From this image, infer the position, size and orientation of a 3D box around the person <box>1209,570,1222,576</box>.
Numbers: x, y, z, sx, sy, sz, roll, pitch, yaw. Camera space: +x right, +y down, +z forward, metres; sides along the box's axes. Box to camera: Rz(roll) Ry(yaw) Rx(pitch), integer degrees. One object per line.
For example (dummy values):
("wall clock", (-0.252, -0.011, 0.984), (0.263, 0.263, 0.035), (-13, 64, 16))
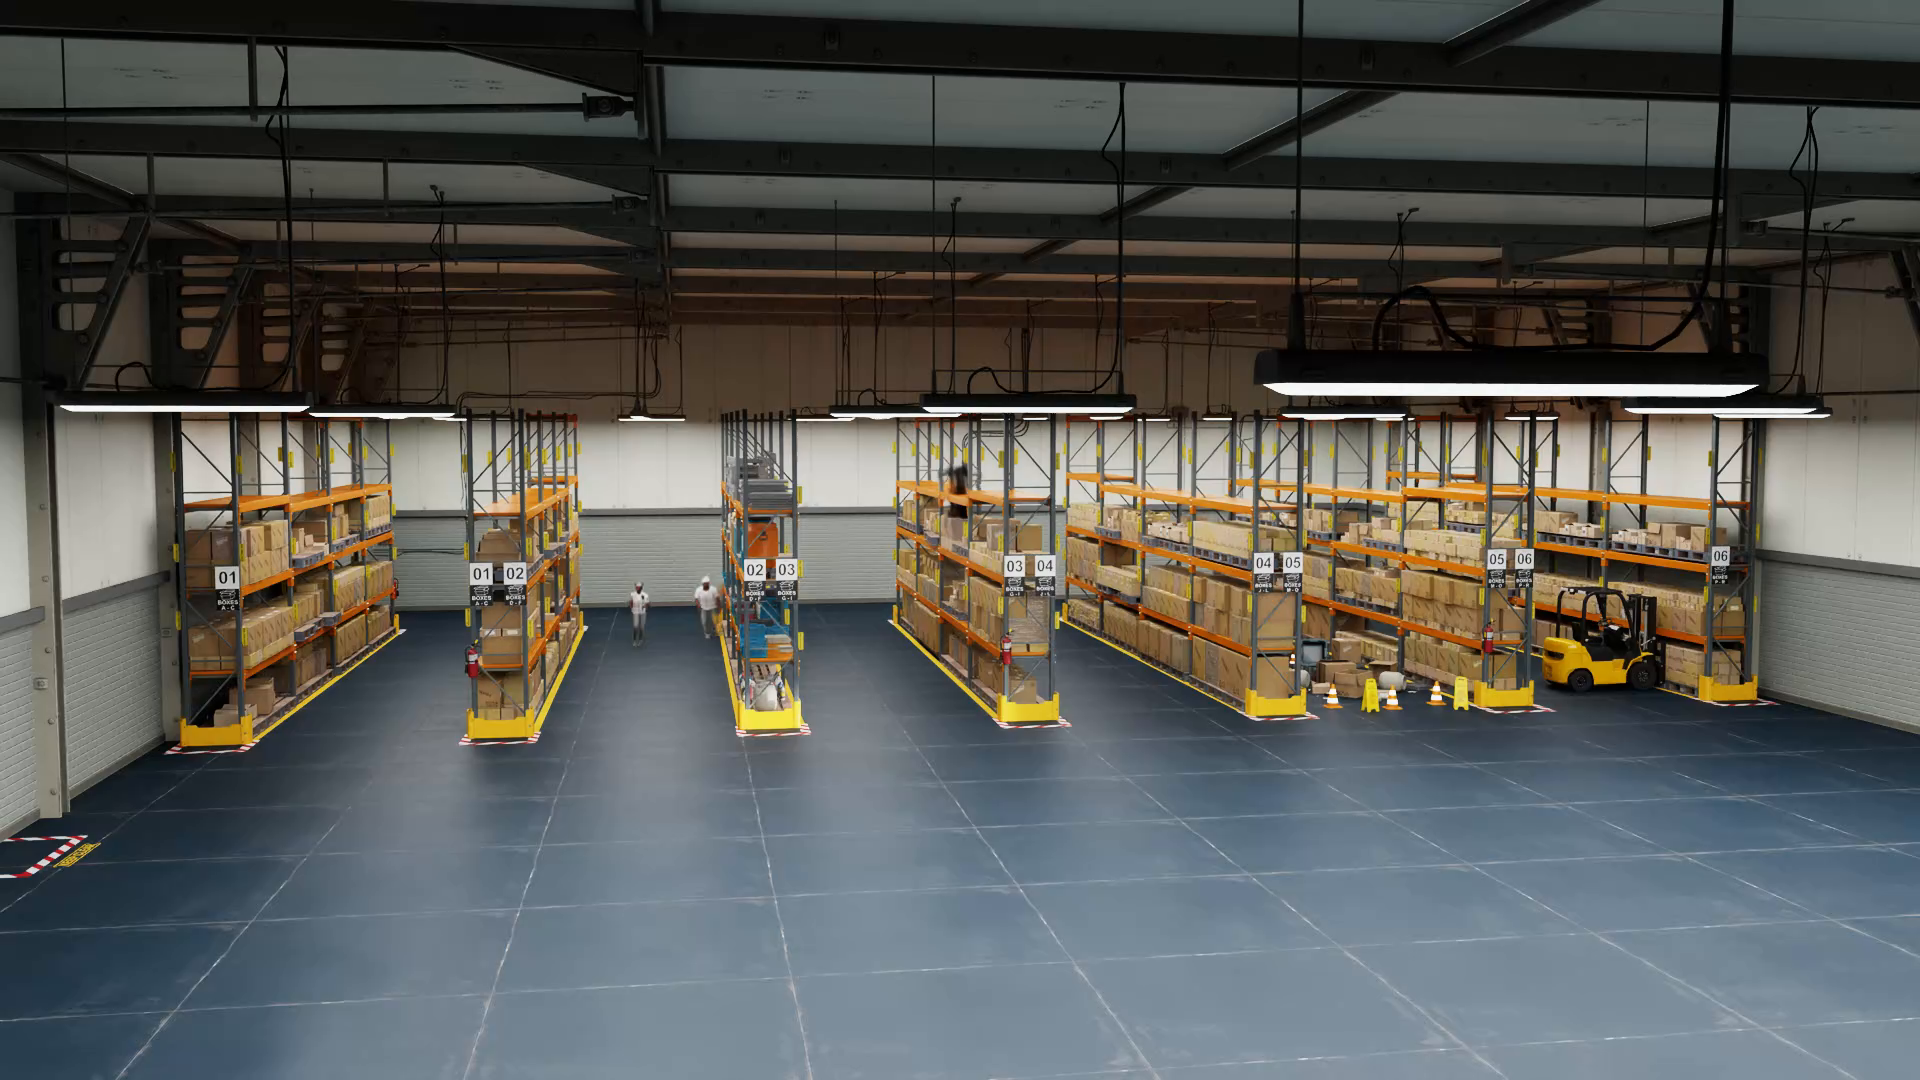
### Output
("person", (8.046, 1.189, 52.243), (0.865, 1.845, 0.684), (-2, 5, -30))

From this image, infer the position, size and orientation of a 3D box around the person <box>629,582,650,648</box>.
("person", (-8.239, 1.911, 42.728), (0.507, 1.704, 0.783), (-1, 4, -9))

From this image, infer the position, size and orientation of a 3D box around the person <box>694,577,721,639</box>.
("person", (-6.702, 1.803, 44.204), (0.698, 1.679, 0.758), (0, 4, 0))
